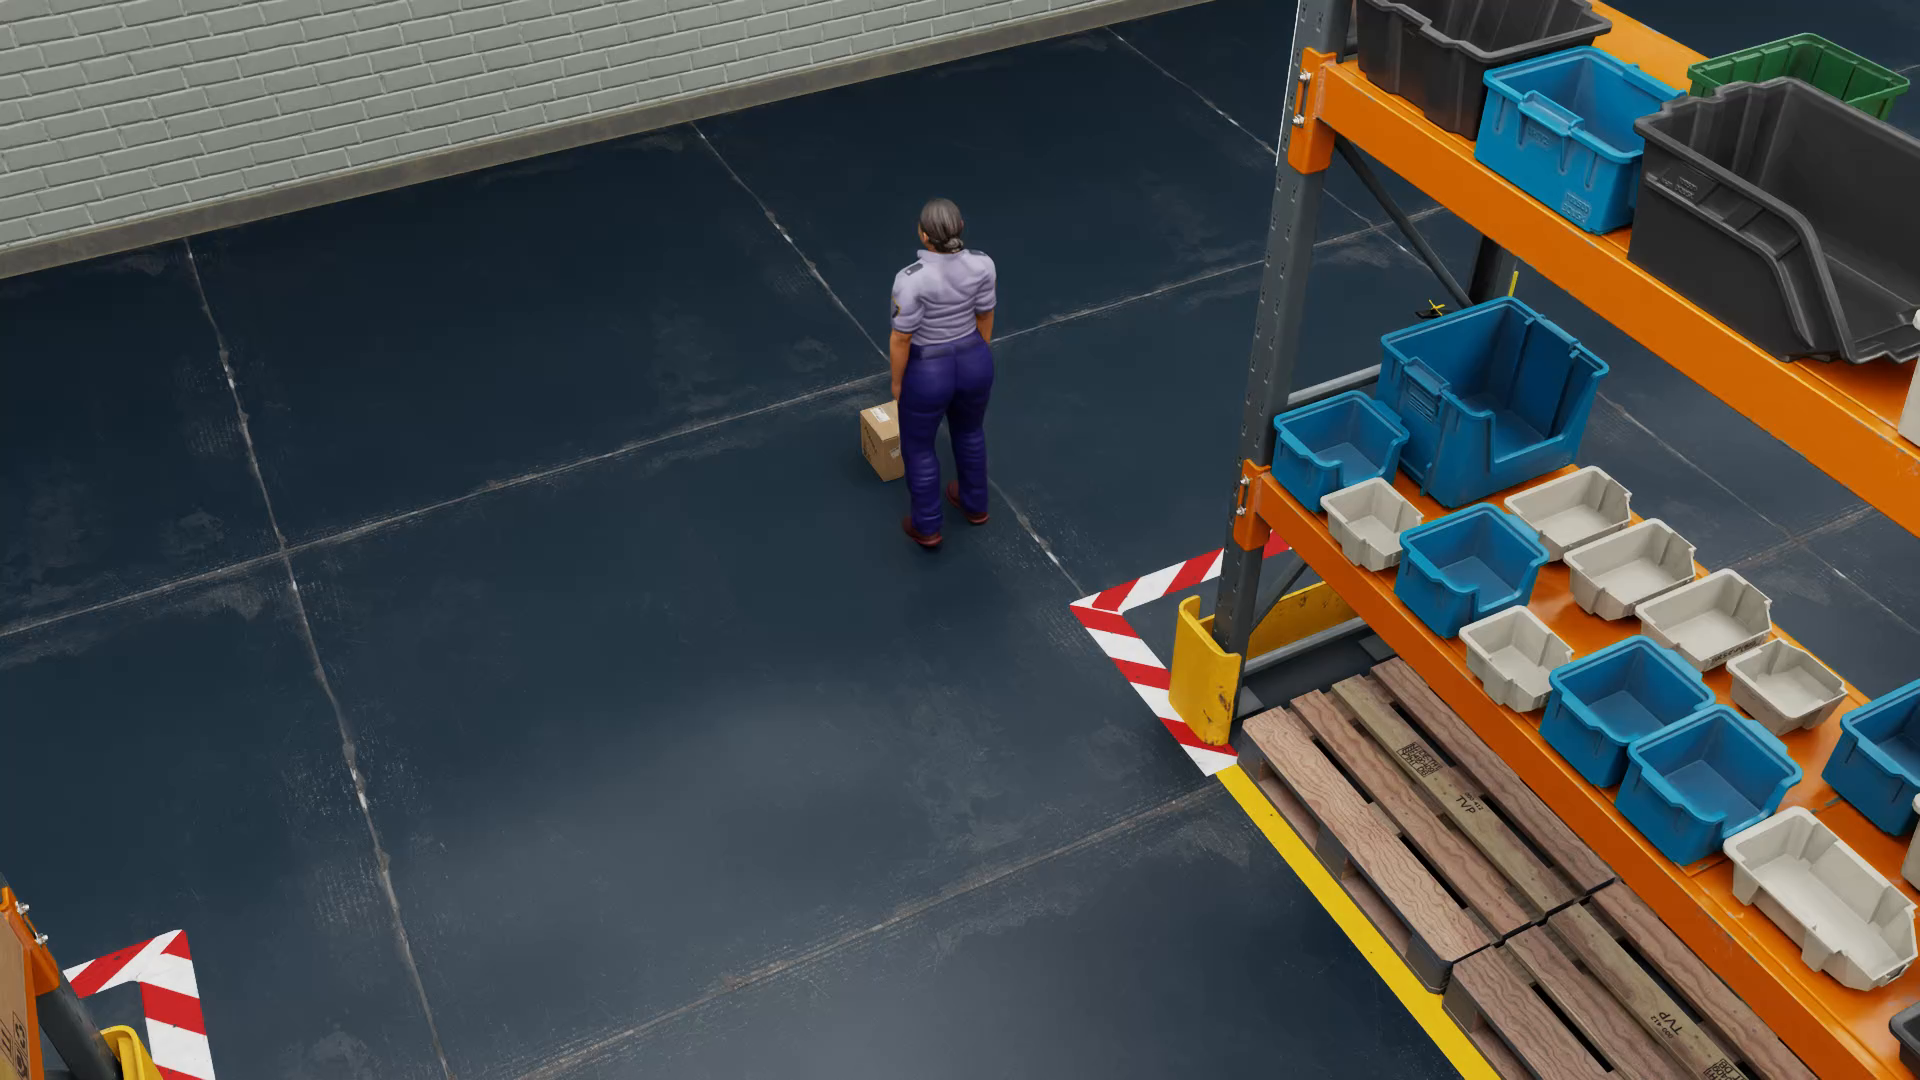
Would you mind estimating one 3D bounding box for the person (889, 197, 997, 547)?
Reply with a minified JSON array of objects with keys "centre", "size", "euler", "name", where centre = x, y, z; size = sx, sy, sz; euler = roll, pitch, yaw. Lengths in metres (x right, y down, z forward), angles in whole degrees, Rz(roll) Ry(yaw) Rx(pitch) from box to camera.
[{"centre":[-0.083,-0.692,6.983],"size":[0.467,1.682,0.360],"euler":[-18,45,-19],"name":"person"}]
